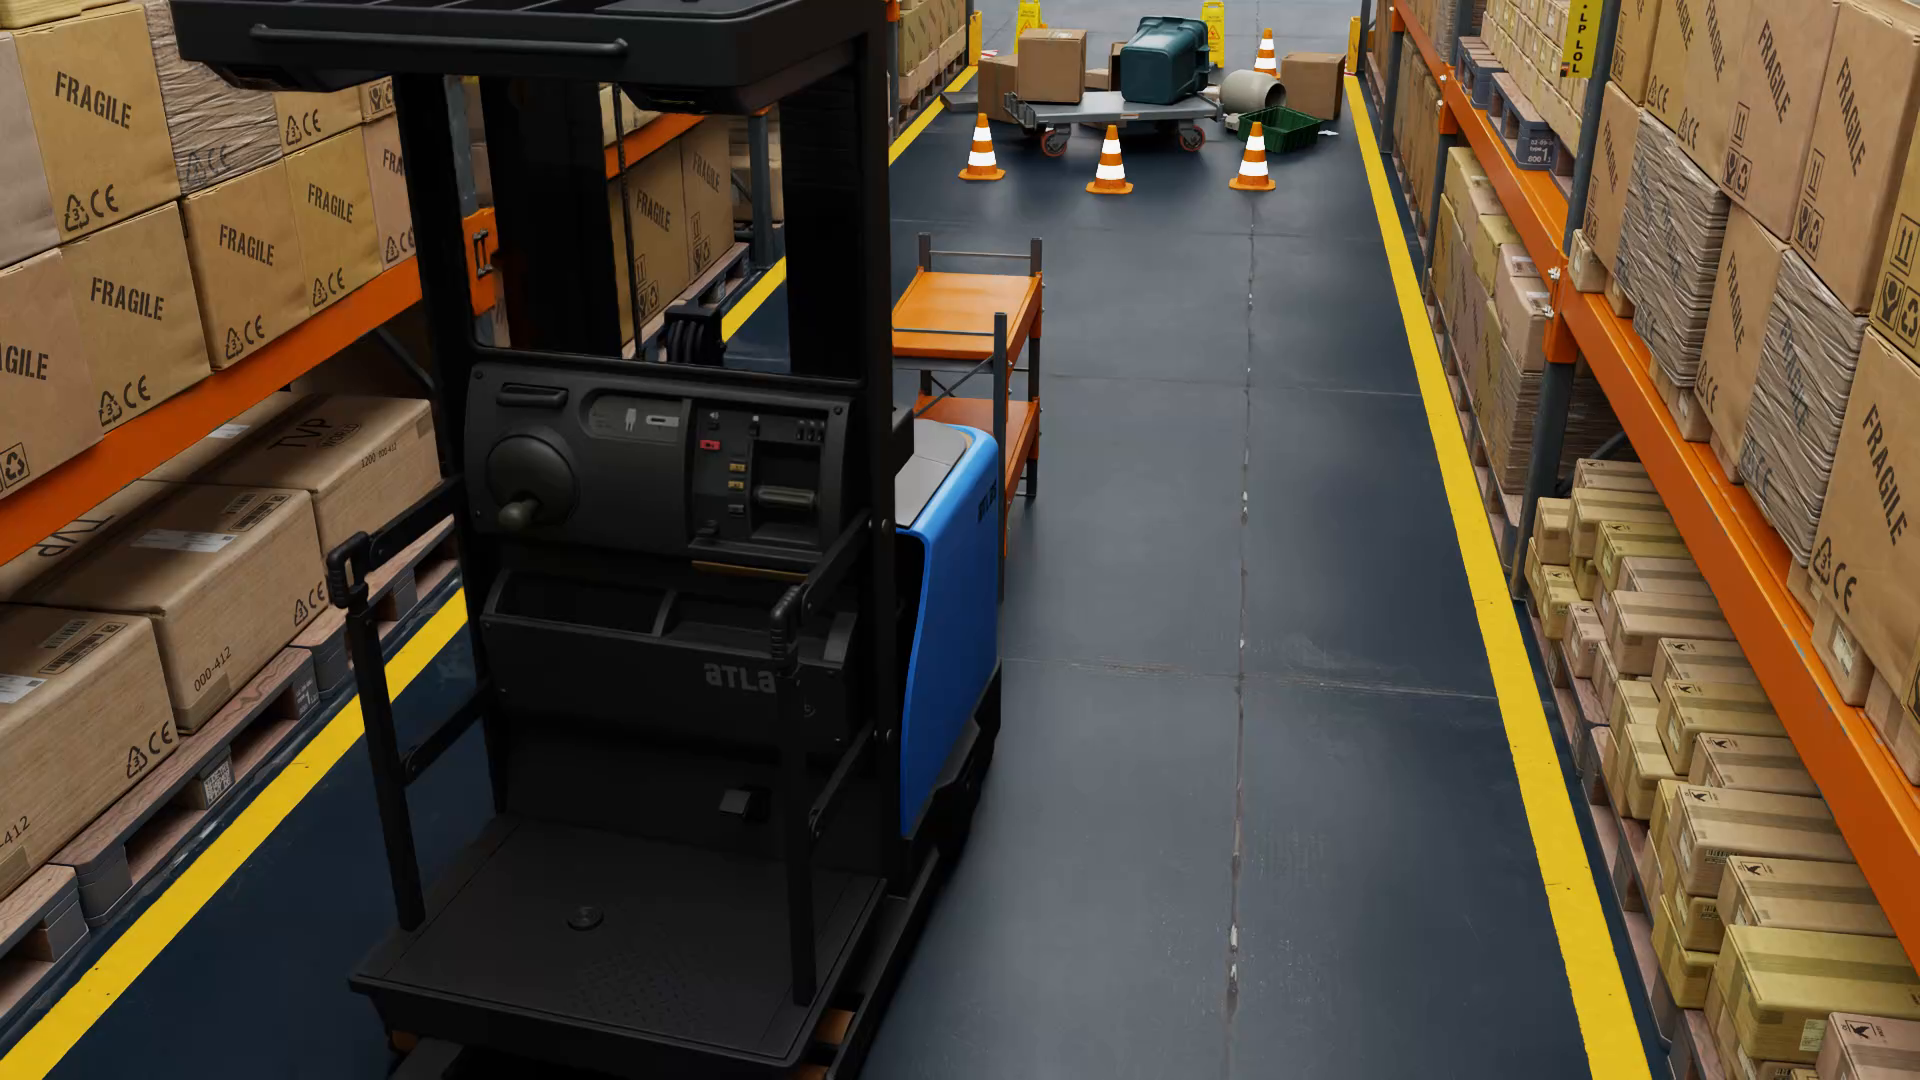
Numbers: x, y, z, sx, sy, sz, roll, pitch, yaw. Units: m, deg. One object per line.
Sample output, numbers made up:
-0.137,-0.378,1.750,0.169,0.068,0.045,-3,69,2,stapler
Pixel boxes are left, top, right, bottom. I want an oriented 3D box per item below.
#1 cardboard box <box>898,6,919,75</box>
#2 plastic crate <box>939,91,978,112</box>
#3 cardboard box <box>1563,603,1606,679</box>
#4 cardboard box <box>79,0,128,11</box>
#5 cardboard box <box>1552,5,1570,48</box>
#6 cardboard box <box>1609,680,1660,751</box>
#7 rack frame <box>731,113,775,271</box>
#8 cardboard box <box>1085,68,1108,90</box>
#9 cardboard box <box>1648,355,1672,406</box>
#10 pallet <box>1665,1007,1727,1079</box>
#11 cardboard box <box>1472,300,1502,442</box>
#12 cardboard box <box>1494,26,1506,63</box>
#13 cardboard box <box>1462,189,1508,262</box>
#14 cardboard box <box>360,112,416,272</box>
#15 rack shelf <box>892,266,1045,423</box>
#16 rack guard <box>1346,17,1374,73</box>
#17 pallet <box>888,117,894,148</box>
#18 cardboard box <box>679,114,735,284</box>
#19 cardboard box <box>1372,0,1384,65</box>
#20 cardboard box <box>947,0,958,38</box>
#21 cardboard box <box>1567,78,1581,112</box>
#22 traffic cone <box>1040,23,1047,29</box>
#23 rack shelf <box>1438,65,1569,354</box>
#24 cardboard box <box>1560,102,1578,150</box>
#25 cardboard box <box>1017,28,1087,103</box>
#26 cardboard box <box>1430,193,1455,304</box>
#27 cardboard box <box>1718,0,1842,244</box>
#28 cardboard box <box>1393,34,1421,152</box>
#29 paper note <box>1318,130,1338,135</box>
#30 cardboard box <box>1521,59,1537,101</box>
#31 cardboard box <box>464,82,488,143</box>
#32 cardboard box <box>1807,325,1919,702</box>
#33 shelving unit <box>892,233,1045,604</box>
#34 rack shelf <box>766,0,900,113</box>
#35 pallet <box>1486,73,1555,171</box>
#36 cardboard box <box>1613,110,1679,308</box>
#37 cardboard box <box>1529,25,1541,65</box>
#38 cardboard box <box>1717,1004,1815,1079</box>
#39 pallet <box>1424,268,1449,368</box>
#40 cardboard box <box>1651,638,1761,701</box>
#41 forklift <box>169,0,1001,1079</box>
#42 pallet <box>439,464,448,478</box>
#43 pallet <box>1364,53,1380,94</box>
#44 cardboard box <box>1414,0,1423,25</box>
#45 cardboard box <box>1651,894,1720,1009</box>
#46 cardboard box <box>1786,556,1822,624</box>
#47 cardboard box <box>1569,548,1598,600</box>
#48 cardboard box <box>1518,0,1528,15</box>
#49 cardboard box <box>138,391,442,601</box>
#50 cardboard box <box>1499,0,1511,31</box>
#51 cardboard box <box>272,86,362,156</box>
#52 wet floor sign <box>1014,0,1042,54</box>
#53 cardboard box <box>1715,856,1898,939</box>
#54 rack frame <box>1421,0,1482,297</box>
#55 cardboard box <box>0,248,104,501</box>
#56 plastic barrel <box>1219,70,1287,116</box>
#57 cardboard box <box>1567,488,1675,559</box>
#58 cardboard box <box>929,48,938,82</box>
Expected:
-0.649,-4.274,14.205,0.500,0.500,0.500,5,26,11,cardboard box
0.054,-4.039,15.284,0.402,0.080,0.583,-5,25,-10,plastic crate
2.171,0.335,5.363,0.380,0.149,0.250,4,25,8,cardboard box
-2.352,-1.422,4.187,0.380,0.149,0.250,4,25,9,cardboard box
2.627,-2.074,6.743,0.380,0.149,0.250,3,25,7,cardboard box
2.030,0.525,4.607,0.380,0.149,0.250,4,25,8,cardboard box
-1.666,-3.088,9.809,1.000,3.000,0.127,4,25,9,rack frame
1.421,-4.455,16.092,0.380,0.149,0.250,19,31,35,cardboard box
2.095,-0.462,4.496,0.380,0.149,0.250,4,25,9,cardboard box
2.107,1.452,3.398,1.003,0.211,1.213,4,25,9,pallet
2.537,-0.714,7.190,0.500,0.500,0.500,3,25,7,cardboard box
2.874,-2.466,8.280,0.380,0.149,0.250,5,26,11,cardboard box
2.706,-1.495,7.975,0.500,0.250,0.500,4,25,9,cardboard box
-2.143,-1.249,5.762,0.500,0.500,0.500,4,25,9,cardboard box
-0.001,-0.772,6.381,0.538,0.278,1.000,4,25,9,rack shelf
4.546,-5.011,16.866,1.175,0.500,0.348,4,25,9,rack guard
-1.138,-3.172,13.278,1.003,0.211,1.213,4,25,9,pallet
-1.860,-2.033,9.566,0.875,0.875,0.875,4,25,8,cardboard box
4.496,-5.073,16.060,0.875,0.875,0.875,4,25,9,cardboard box
-0.314,-5.147,16.071,0.500,0.500,0.500,5,26,10,cardboard box
2.536,-1.719,6.335,0.380,0.149,0.250,5,26,11,cardboard box
0.844,-5.016,16.920,0.336,0.463,0.334,4,25,9,traffic cone
2.907,-1.625,7.532,1.077,0.370,4.000,4,25,9,rack shelf
2.535,-1.583,6.396,0.380,0.149,0.250,4,25,8,cardboard box
0.749,-3.861,13.516,0.500,0.500,0.500,4,25,9,cardboard box
2.867,-1.567,9.013,0.500,0.500,0.500,3,25,6,cardboard box
1.999,-0.934,3.560,0.500,0.500,0.500,3,25,7,cardboard box
3.875,-3.366,12.561,1.050,0.750,0.750,4,25,8,cardboard box
3.105,-3.460,14.105,0.147,0.020,0.142,-14,29,-27,paper note
2.704,-2.027,7.344,0.380,0.149,0.250,3,25,7,cardboard box
-1.969,-1.738,6.512,0.500,0.250,0.500,3,25,7,cardboard box
1.836,-0.042,2.833,0.500,0.500,0.500,4,25,8,cardboard box
-0.001,-0.507,6.506,0.538,1.125,1.048,4,25,9,shelving unit
-1.339,-3.599,11.749,1.077,0.370,4.000,4,25,9,rack shelf
2.951,-1.870,7.433,1.003,0.211,1.213,4,25,9,pallet
2.177,-0.897,4.660,0.500,0.500,0.500,4,25,9,cardboard box
2.708,-2.158,7.273,0.380,0.149,0.250,5,26,10,cardboard box
1.815,1.067,3.449,0.380,0.149,0.250,3,25,6,cardboard box
3.105,-1.198,9.060,1.003,0.211,1.213,4,25,9,pallet
2.118,0.398,4.527,0.380,0.149,0.250,3,25,6,cardboard box
-0.753,-0.141,3.595,1.130,2.935,3.031,7,26,14,forklift
-2.268,-0.480,7.527,1.003,0.211,1.213,4,25,9,pallet
4.488,-4.530,16.180,1.003,0.211,1.213,4,25,9,pallet
3.287,-3.672,10.938,0.500,0.500,0.500,4,25,9,cardboard box
1.885,0.991,3.963,0.380,0.149,0.250,3,25,6,cardboard box
1.896,0.093,3.310,0.380,0.149,0.250,3,25,6,cardboard box
2.253,0.093,5.529,0.380,0.149,0.250,4,25,9,cardboard box
2.796,-2.514,7.683,0.380,0.149,0.250,5,26,11,cardboard box
-2.528,-0.190,6.144,0.875,0.438,0.875,4,25,8,cardboard box
2.875,-2.585,8.184,0.380,0.149,0.250,3,25,7,cardboard box
-2.215,-1.485,5.087,0.500,0.500,0.500,4,25,8,cardboard box
0.728,-5.373,17.468,0.267,0.644,0.232,13,28,26,wet floor sign
1.883,0.829,3.607,0.380,0.149,0.250,3,25,6,cardboard box
3.234,-2.787,9.167,1.000,3.000,0.127,4,25,9,rack frame
-2.455,-0.393,3.934,0.500,0.500,0.500,4,25,8,cardboard box
2.560,-3.874,14.528,0.421,0.421,0.512,-20,32,-36,plastic barrel
2.216,-0.042,5.467,0.380,0.149,0.250,5,26,11,cardboard box
-0.489,-4.380,15.317,0.500,0.250,0.500,4,25,8,cardboard box
